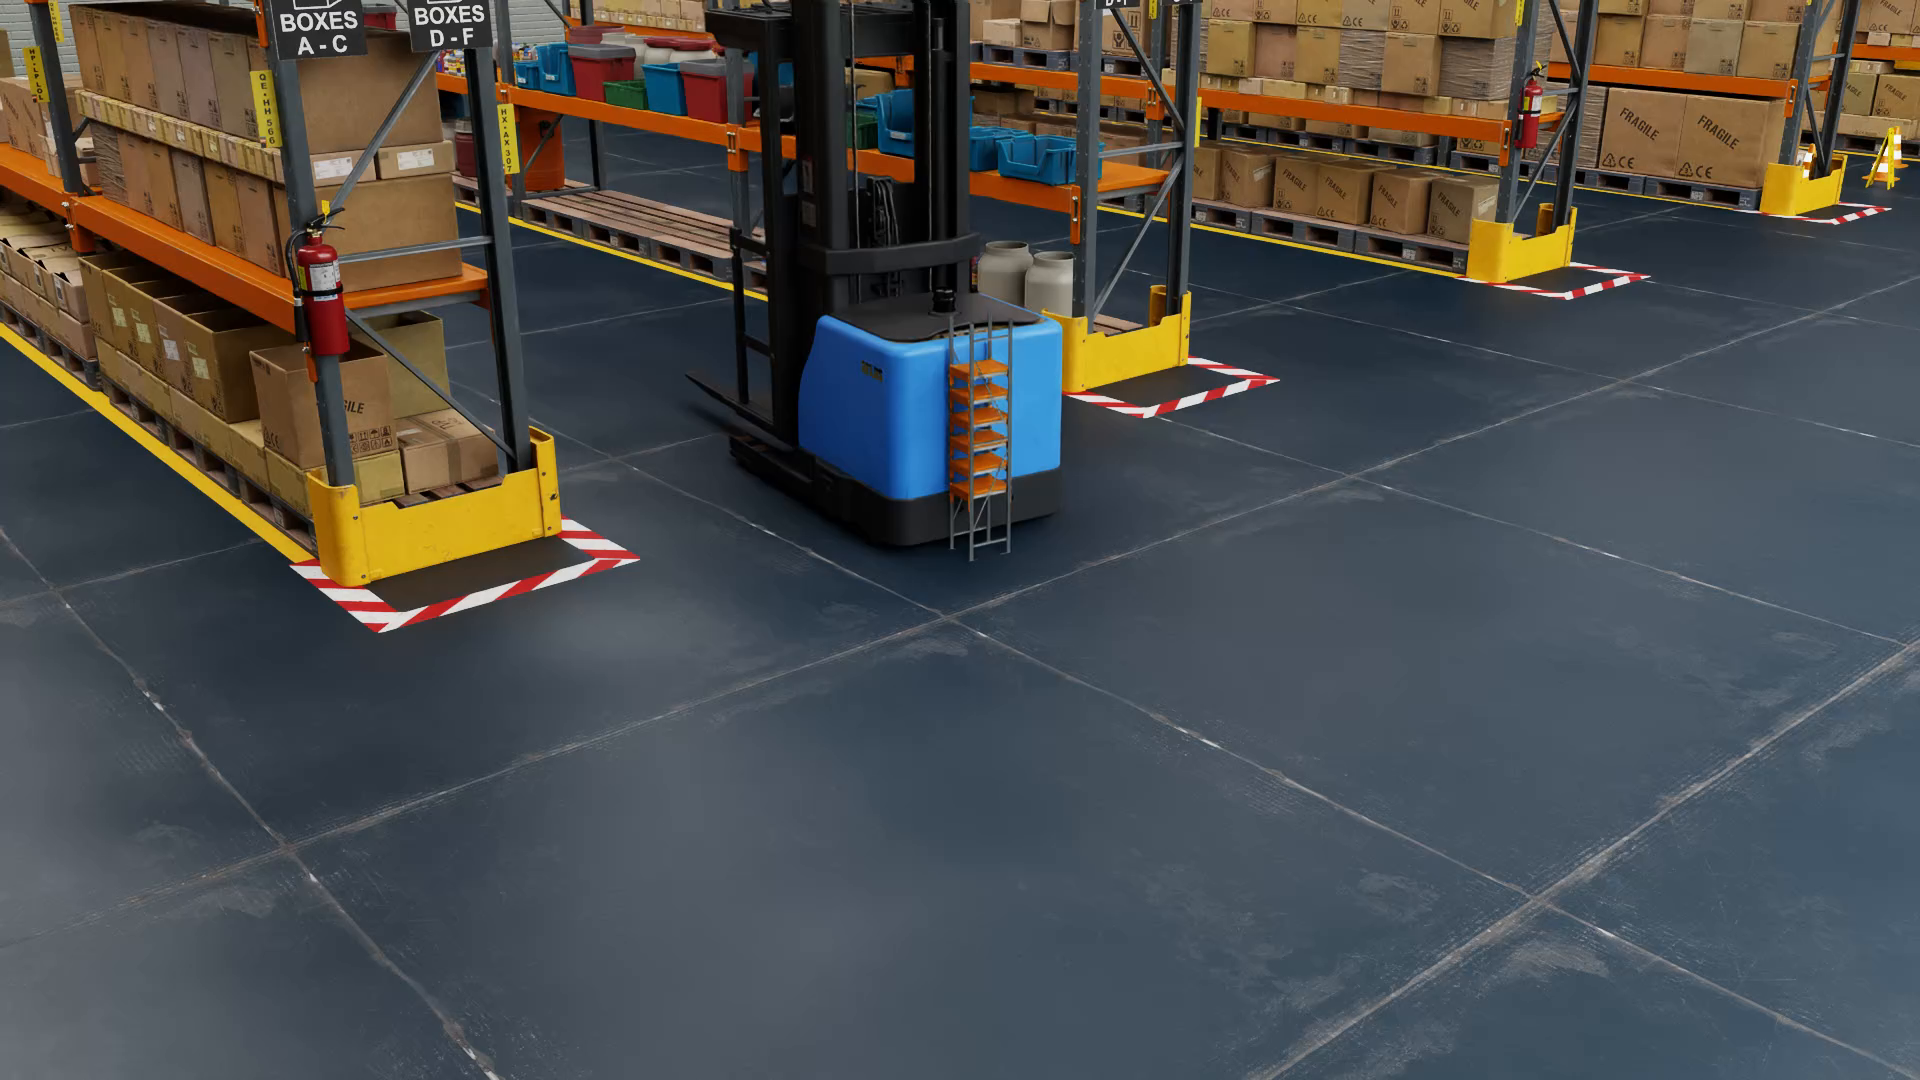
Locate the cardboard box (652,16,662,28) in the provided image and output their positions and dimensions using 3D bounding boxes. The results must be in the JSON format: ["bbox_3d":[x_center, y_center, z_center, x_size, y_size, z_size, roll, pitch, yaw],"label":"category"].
[{"bbox_3d":[-4.049,-7.202,23.103,0.380,0.149,0.250,-17,27,-36],"label":"cardboard box"}]

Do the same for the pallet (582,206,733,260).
[{"bbox_3d":[-2.802,-2.886,15.562,1.003,0.211,1.213,-17,27,-37],"label":"pallet"}]

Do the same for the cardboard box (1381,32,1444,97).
[{"bbox_3d":[4.148,-4.166,14.463,0.875,0.500,0.500,-17,27,-37],"label":"cardboard box"}]

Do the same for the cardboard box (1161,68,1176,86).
[{"bbox_3d":[2.205,-4.570,16.384,0.380,0.149,0.250,-17,27,-37],"label":"cardboard box"}]

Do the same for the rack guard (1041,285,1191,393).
[{"bbox_3d":[1.066,-1.380,11.322,1.175,0.500,0.348,-17,27,-37],"label":"rack guard"}]

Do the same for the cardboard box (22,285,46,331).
[{"bbox_3d":[-6.368,-1.703,11.914,0.500,0.250,0.500,-17,27,-36],"label":"cardboard box"}]

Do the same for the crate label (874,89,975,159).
[{"bbox_3d":[-0.255,-2.995,11.968,0.502,0.435,0.616,-17,27,-37],"label":"crate label"}]

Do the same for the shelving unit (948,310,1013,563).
[{"bbox_3d":[0.099,-0.498,8.110,0.258,1.200,0.189,-13,25,-30],"label":"shelving unit"}]

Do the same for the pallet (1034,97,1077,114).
[{"bbox_3d":[1.403,-6.668,25.220,1.003,0.211,1.213,-17,27,-37],"label":"pallet"}]

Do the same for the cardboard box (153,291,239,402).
[{"bbox_3d":[-4.168,-1.109,9.368,0.500,0.500,0.500,-17,27,-37],"label":"cardboard box"}]

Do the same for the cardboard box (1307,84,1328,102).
[{"bbox_3d":[3.392,-4.101,15.185,0.380,0.149,0.250,-17,27,-37],"label":"cardboard box"}]

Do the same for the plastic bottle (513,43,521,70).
[{"bbox_3d":[-4.703,-5.148,17.691,0.097,0.271,0.097,0,21,0],"label":"plastic bottle"}]

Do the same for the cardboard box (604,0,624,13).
[{"bbox_3d":[-4.762,-7.724,23.889,0.500,0.250,0.500,-19,28,-39],"label":"cardboard box"}]

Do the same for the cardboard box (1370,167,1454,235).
[{"bbox_3d":[4.093,-3.078,15.082,0.500,0.500,0.500,-10,23,-24],"label":"cardboard box"}]

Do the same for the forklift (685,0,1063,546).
[{"bbox_3d":[-0.671,-1.823,9.119,1.130,2.935,3.031,-13,25,-30],"label":"forklift"}]

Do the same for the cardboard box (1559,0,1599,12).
[{"bbox_3d":[7.026,-6.127,18.329,0.875,0.550,0.550,-17,27,-37],"label":"cardboard box"}]

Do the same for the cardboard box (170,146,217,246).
[{"bbox_3d":[-3.911,-1.962,9.242,0.700,0.500,0.500,-16,27,-36],"label":"cardboard box"}]

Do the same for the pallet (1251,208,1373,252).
[{"bbox_3d":[3.558,-3.005,15.868,1.003,0.211,1.213,-17,27,-37],"label":"pallet"}]

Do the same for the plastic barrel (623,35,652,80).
[{"bbox_3d":[-2.962,-4.447,15.571,0.421,0.512,0.421,0,21,0],"label":"plastic barrel"}]

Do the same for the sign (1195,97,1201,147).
[{"bbox_3d":[1.571,-2.793,11.122,0.100,0.325,0.005,-17,27,-37],"label":"sign"}]

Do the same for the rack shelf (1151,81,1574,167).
[{"bbox_3d":[3.598,-3.931,15.393,1.077,0.370,4.000,-17,27,-37],"label":"rack shelf"}]

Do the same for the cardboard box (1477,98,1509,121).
[{"bbox_3d":[4.561,-3.626,13.973,0.380,0.149,0.250,-17,27,-37],"label":"cardboard box"}]

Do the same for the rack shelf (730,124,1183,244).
[{"bbox_3d":[-0.154,-2.752,12.383,1.077,0.370,4.000,-17,27,-37],"label":"rack shelf"}]

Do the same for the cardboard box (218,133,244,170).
[{"bbox_3d":[-3.499,-1.977,8.393,0.380,0.149,0.250,-17,27,-37],"label":"cardboard box"}]

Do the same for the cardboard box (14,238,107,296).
[{"bbox_3d":[-6.364,-1.962,11.805,0.500,0.311,0.500,-18,27,-38],"label":"cardboard box"}]

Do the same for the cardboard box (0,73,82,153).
[{"bbox_3d":[-6.718,-3.153,12.284,0.500,0.500,0.500,-19,29,-40],"label":"cardboard box"}]

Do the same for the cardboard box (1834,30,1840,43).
[{"bbox_3d":[11.117,-6.344,20.914,0.380,0.149,0.250,-18,28,-38],"label":"cardboard box"}]

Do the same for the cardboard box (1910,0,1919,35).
[{"bbox_3d":[11.848,-6.342,20.017,0.500,0.500,0.500,-18,28,-38],"label":"cardboard box"}]

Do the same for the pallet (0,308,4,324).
[{"bbox_3d":[-7.318,-2.031,13.380,1.003,0.211,1.213,-17,27,-37],"label":"pallet"}]

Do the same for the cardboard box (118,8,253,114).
[{"bbox_3d":[-4.263,-2.713,9.381,0.700,0.500,0.500,-17,27,-37],"label":"cardboard box"}]

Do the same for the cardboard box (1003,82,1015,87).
[{"bbox_3d":[0.900,-7.227,26.155,0.380,0.149,0.250,-19,28,-40],"label":"cardboard box"}]

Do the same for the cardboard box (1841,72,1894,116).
[{"bbox_3d":[11.347,-5.639,20.935,0.500,0.500,0.500,-16,27,-36],"label":"cardboard box"}]

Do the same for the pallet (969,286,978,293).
[{"bbox_3d":[-0.252,-1.808,12.811,1.003,0.211,1.213,-17,27,-37],"label":"pallet"}]

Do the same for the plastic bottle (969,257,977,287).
[{"bbox_3d":[0.070,-2.116,12.895,0.061,0.283,0.133,-17,27,-37],"label":"plastic bottle"}]

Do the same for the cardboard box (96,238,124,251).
[{"bbox_3d":[-5.957,-2.093,12.141,0.500,0.311,0.500,-19,28,-39],"label":"cardboard box"}]

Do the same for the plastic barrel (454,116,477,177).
[{"bbox_3d":[-5.140,-4.260,17.979,0.600,0.588,0.708,-17,27,-37],"label":"plastic barrel"}]

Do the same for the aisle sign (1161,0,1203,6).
[{"bbox_3d":[1.420,-3.794,10.494,0.394,0.787,0.004,-17,27,-37],"label":"aisle sign"}]

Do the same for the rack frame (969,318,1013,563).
[{"bbox_3d":[0.148,-0.470,8.038,0.240,1.200,0.006,-13,25,-30],"label":"rack frame"}]

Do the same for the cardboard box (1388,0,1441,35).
[{"bbox_3d":[4.027,-4.594,14.183,0.500,0.500,0.500,-17,27,-37],"label":"cardboard box"}]

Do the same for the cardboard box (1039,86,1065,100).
[{"bbox_3d":[1.522,-6.800,24.584,0.500,0.500,0.500,-16,26,-35],"label":"cardboard box"}]

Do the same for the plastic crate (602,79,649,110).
[{"bbox_3d":[-2.810,-3.954,14.758,0.450,0.188,0.662,-17,27,-37],"label":"plastic crate"}]

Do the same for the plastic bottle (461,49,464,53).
[{"bbox_3d":[-5.455,-5.381,18.287,0.097,0.271,0.097,0,21,0],"label":"plastic bottle"}]

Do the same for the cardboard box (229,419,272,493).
[{"bbox_3d":[-3.513,-0.484,8.802,0.500,0.250,0.500,-17,27,-37],"label":"cardboard box"}]

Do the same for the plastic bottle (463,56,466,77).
[{"bbox_3d":[-4.997,-4.848,16.926,0.097,0.271,0.097,0,21,0],"label":"plastic bottle"}]

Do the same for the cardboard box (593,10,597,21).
[{"bbox_3d":[-5.223,-7.699,24.372,0.380,0.149,0.250,-18,28,-39],"label":"cardboard box"}]

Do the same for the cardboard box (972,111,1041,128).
[{"bbox_3d":[0.506,-4.634,19.026,0.500,0.500,0.700,20,29,41],"label":"cardboard box"}]

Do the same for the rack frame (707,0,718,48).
[{"bbox_3d":[-2.929,-7.029,22.316,1.000,3.000,0.127,-17,27,-37],"label":"rack frame"}]

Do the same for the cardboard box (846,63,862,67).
[{"bbox_3d":[-1.329,-5.573,20.938,1.225,0.875,0.875,-17,27,-37],"label":"cardboard box"}]

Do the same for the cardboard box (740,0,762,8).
[{"bbox_3d":[-2.490,-6.750,21.467,0.500,0.500,0.500,-17,27,-37],"label":"cardboard box"}]

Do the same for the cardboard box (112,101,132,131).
[{"bbox_3d":[-4.680,-2.477,9.669,0.380,0.149,0.250,-18,28,-38],"label":"cardboard box"}]

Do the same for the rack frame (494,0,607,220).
[{"bbox_3d":[-4.071,-4.744,16.484,1.000,3.000,0.127,-17,27,-37],"label":"rack frame"}]

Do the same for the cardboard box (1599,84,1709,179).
[{"bbox_3d":[7.659,-4.486,18.163,0.875,0.875,0.875,-18,28,-38],"label":"cardboard box"}]
